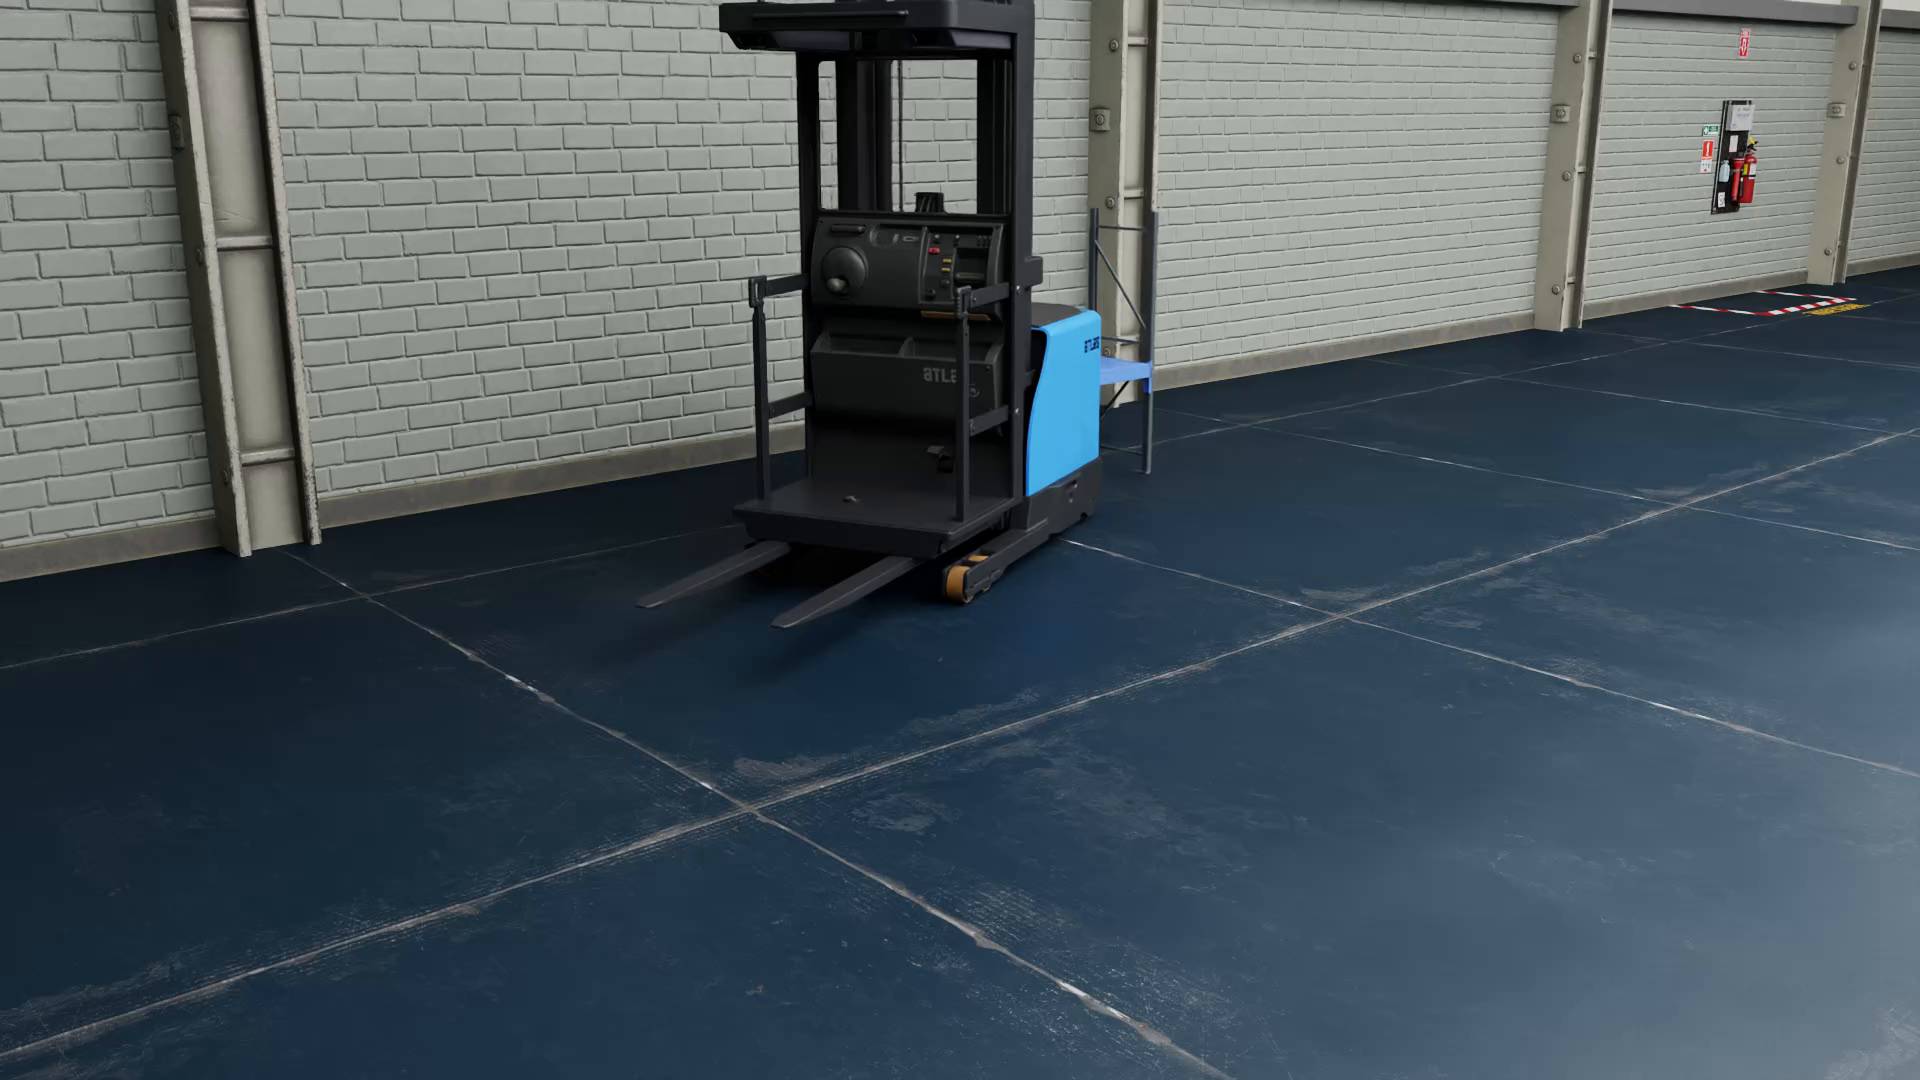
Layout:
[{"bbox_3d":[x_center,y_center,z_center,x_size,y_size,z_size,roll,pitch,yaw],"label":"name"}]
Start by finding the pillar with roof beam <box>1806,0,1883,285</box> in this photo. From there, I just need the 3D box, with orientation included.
[{"bbox_3d":[13.013,-6.540,15.298,0.400,9.000,9.100,-13,19,-39],"label":"pillar with roof beam"}]

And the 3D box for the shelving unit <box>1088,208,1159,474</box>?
[{"bbox_3d":[0.558,-1.071,9.355,1.048,1.500,0.538,-13,20,-40],"label":"shelving unit"}]

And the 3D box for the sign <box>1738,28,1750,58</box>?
[{"bbox_3d":[8.226,-5.207,17.438,0.199,0.298,0.001,-13,19,-39],"label":"sign"}]

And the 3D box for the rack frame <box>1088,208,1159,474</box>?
[{"bbox_3d":[0.935,-1.159,9.684,0.032,1.500,0.500,-13,20,-40],"label":"rack frame"}]

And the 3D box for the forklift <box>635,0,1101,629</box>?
[{"bbox_3d":[-0.331,-1.267,7.313,1.130,2.935,3.031,7,16,23],"label":"forklift"}]

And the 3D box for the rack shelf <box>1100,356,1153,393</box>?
[{"bbox_3d":[0.558,-0.898,9.401,1.000,0.185,0.538,-13,20,-40],"label":"rack shelf"}]

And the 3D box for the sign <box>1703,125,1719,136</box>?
[{"bbox_3d":[7.822,-4.268,17.318,0.331,0.109,0.001,-13,19,-39],"label":"sign"}]

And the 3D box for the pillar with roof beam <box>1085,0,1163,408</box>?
[{"bbox_3d":[3.960,-4.507,7.687,0.400,9.000,9.100,-13,19,-39],"label":"pillar with roof beam"}]

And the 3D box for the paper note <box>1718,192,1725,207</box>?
[{"bbox_3d":[8.119,-3.627,17.722,0.142,0.148,0.016,-13,19,-39],"label":"paper note"}]

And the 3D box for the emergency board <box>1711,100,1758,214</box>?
[{"bbox_3d":[8.298,-4.069,17.670,0.643,1.169,0.194,-13,19,-39],"label":"emergency board"}]

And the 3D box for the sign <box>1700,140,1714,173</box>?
[{"bbox_3d":[7.813,-4.012,17.390,0.234,0.329,0.001,-13,19,-39],"label":"sign"}]

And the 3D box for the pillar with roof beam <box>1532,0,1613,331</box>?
[{"bbox_3d":[8.486,-5.524,11.492,0.400,9.000,9.100,-13,19,-39],"label":"pillar with roof beam"}]

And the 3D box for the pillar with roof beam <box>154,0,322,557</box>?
[{"bbox_3d":[-0.566,-3.491,3.882,0.400,9.000,9.100,-13,19,-39],"label":"pillar with roof beam"}]
